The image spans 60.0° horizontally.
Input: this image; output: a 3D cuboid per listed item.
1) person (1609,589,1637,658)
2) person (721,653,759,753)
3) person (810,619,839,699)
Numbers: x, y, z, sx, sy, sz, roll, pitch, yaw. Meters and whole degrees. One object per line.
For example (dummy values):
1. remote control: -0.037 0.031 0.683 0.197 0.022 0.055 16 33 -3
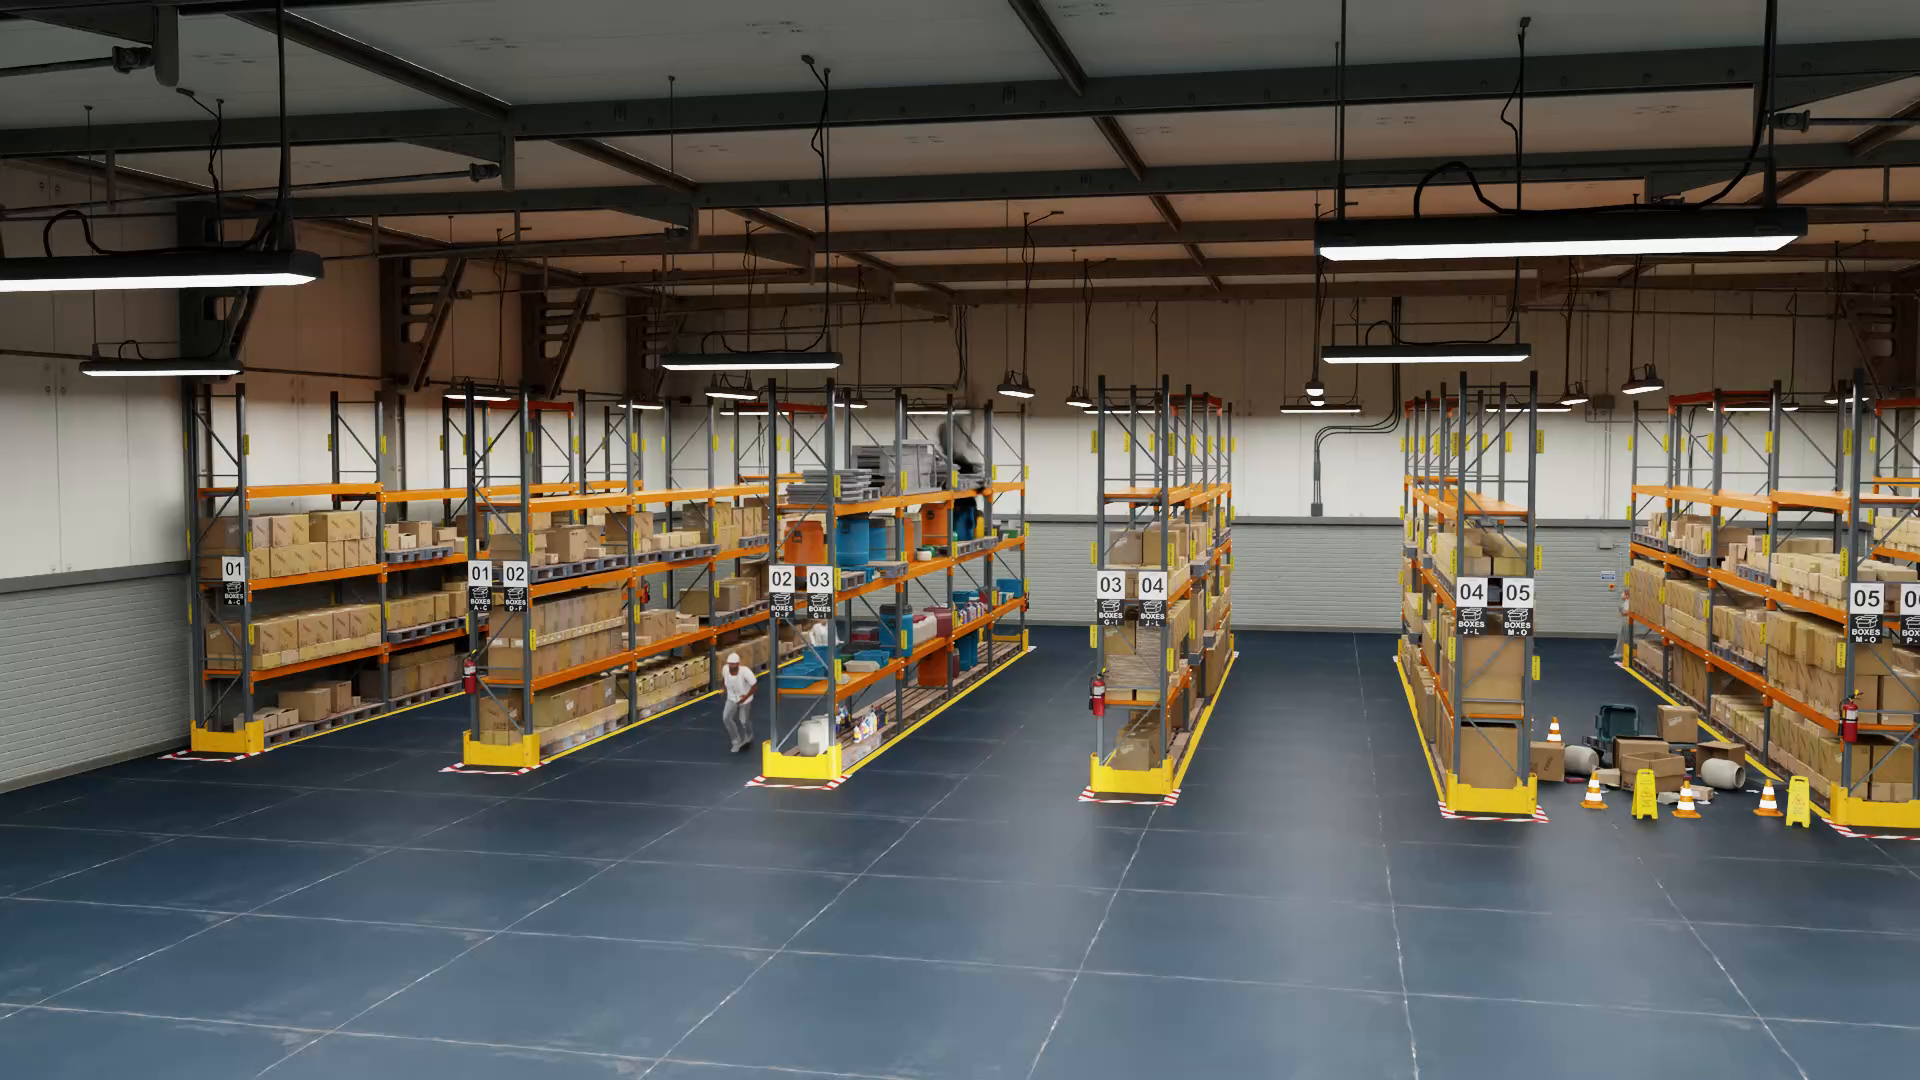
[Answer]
1. person: 15.589 1.972 38.749 0.902 1.673 0.590 2 4 31
2. person: -3.576 2.643 27.311 0.686 1.676 1.005 1 3 18
3. person: -2.714 2.267 33.170 0.597 1.750 0.775 0 3 0
